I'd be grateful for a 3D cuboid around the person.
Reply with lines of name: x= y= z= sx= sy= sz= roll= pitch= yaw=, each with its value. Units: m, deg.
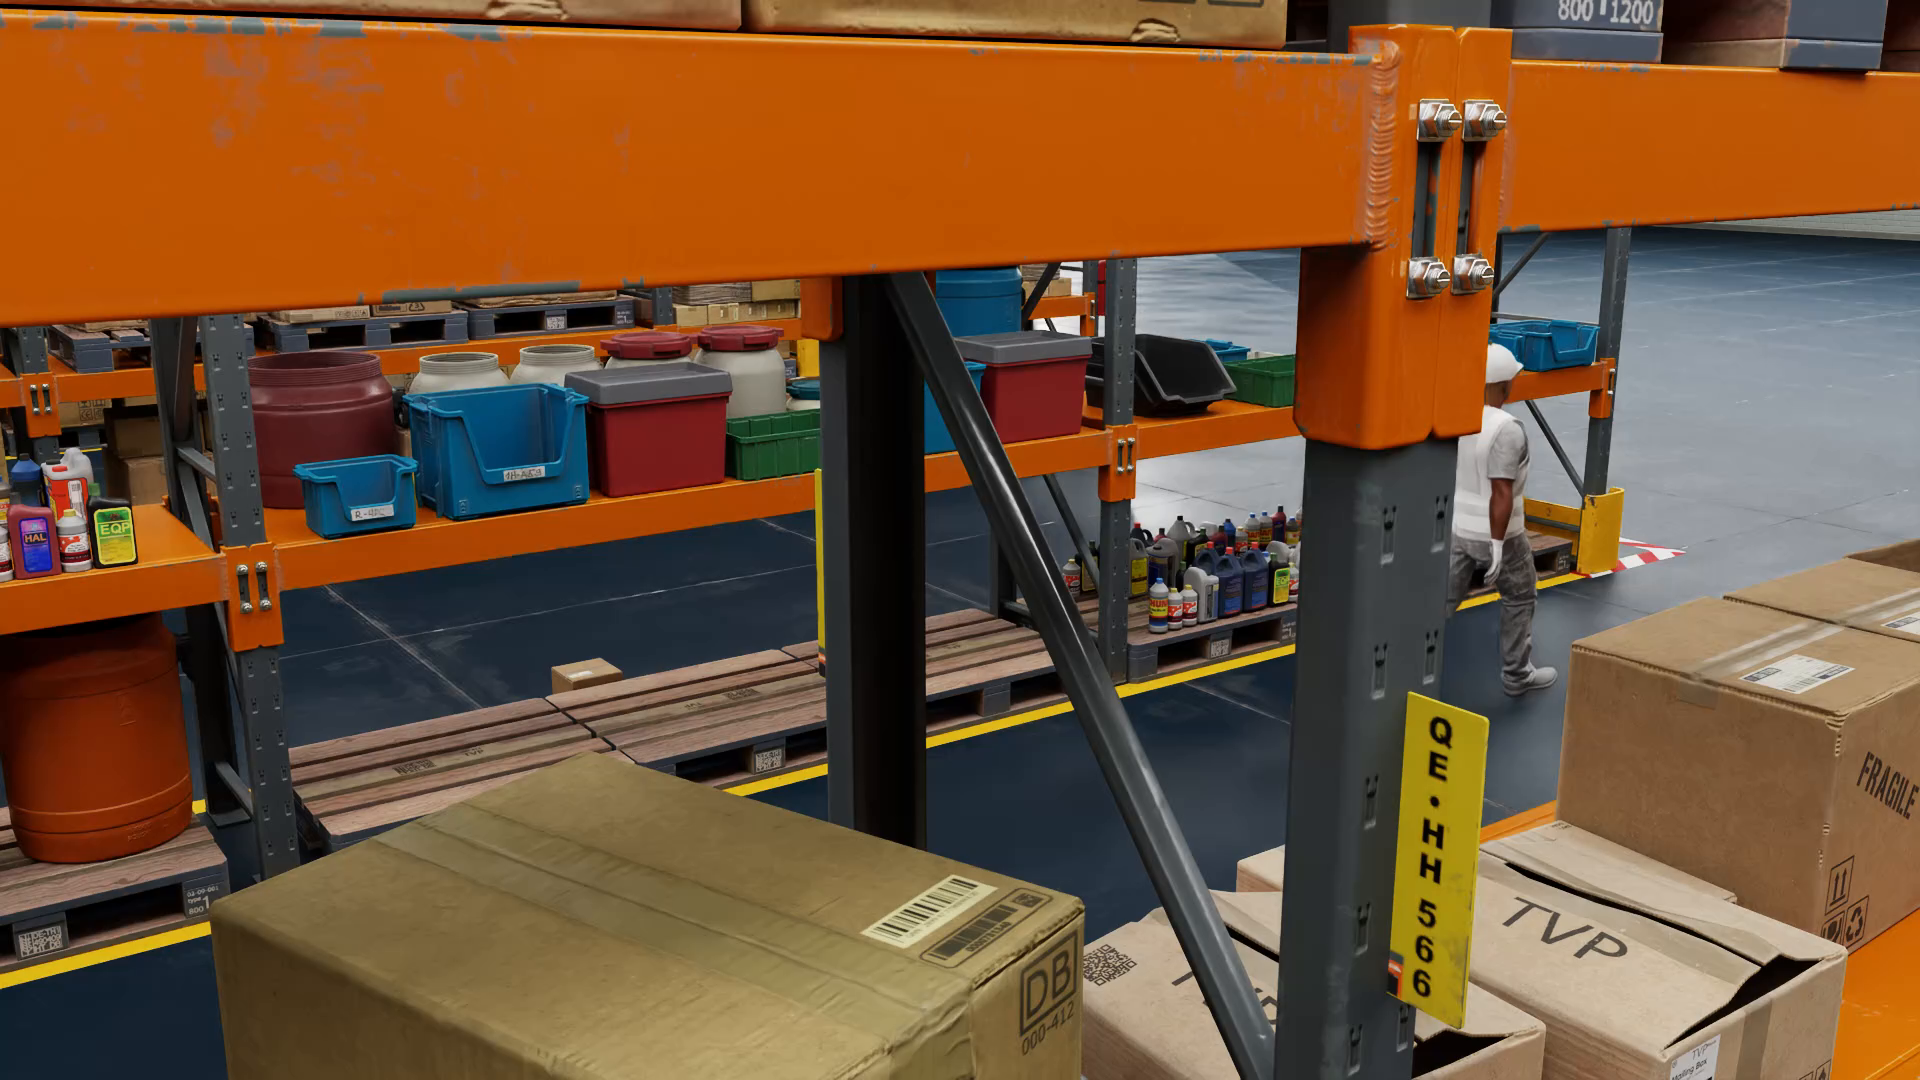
person: x=2.436 y=-0.064 z=7.866 sx=1.062 sy=1.738 sz=0.606 roll=-9 pitch=17 yaw=-31
